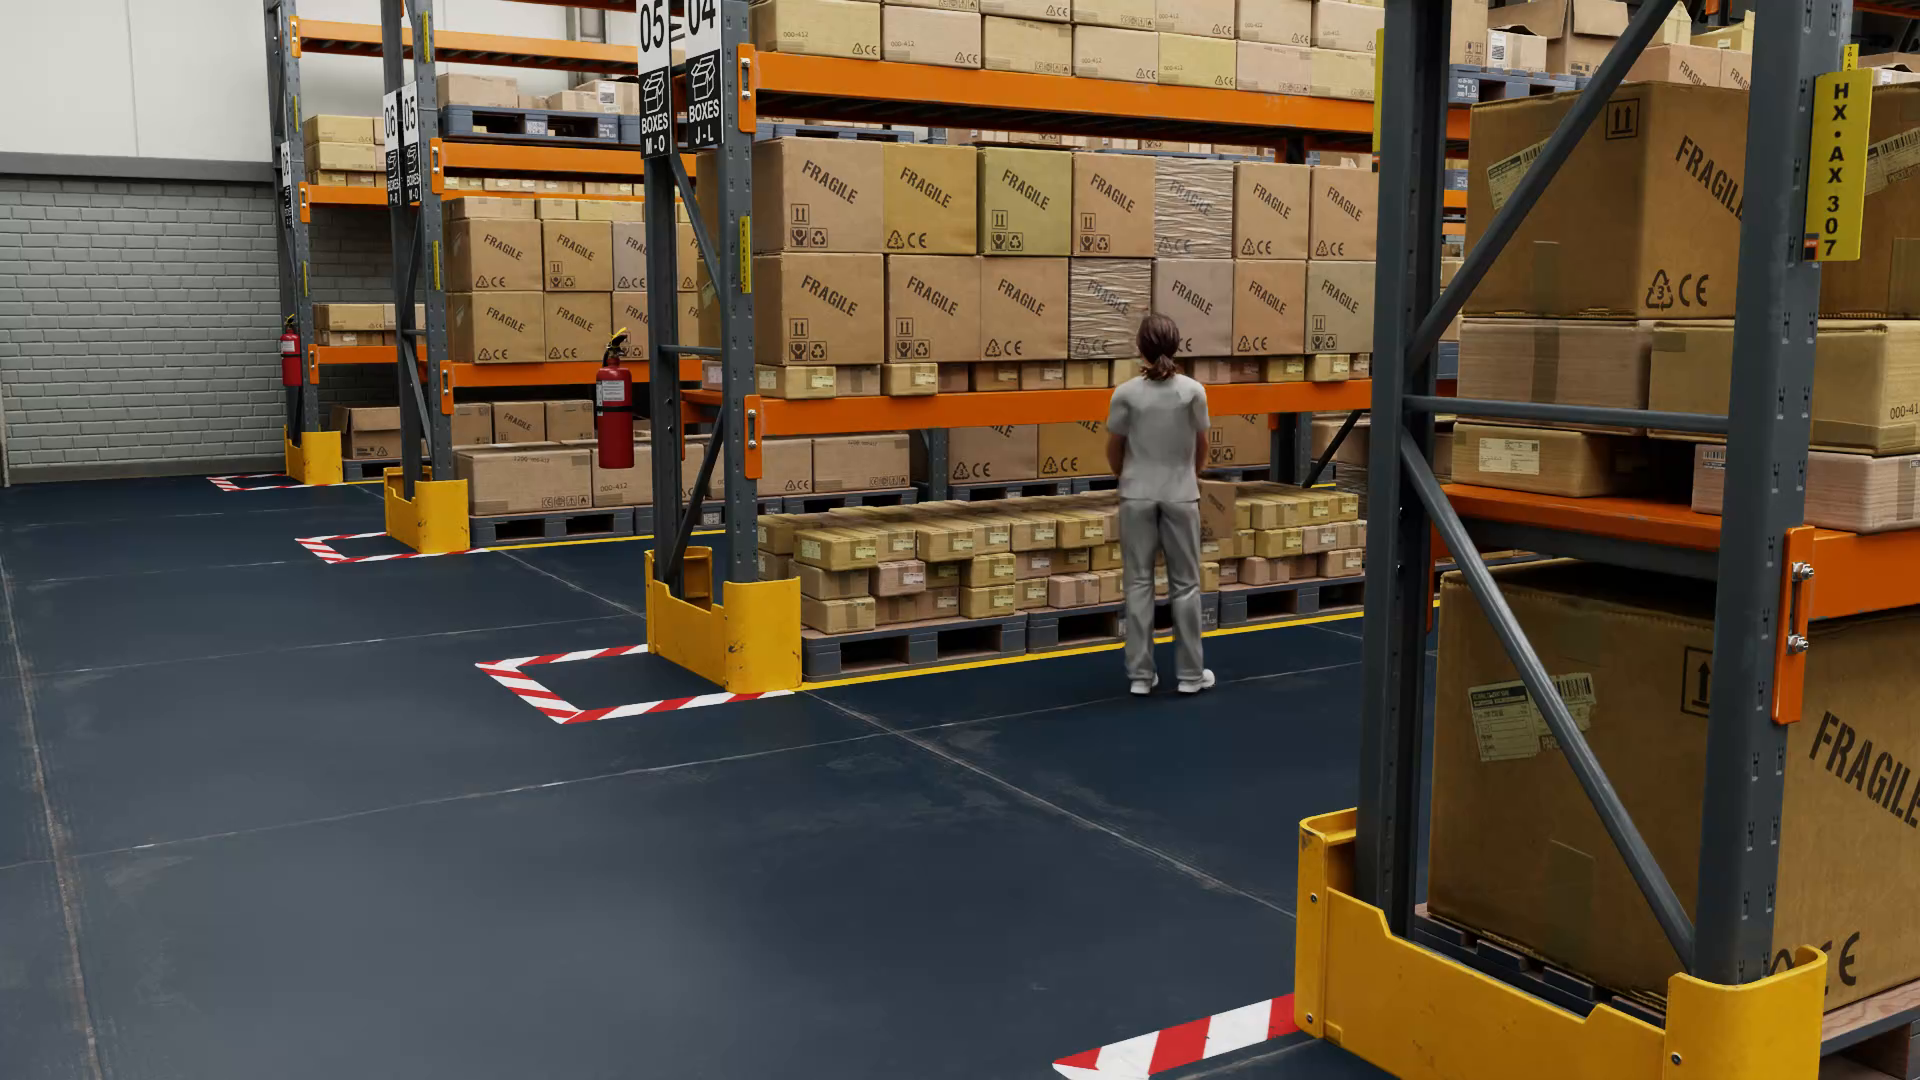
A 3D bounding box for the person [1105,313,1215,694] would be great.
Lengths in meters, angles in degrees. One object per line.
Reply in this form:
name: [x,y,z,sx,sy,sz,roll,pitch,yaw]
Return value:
person: [0.896,-0.151,7.322,0.525,1.681,0.488,0,8,2]
